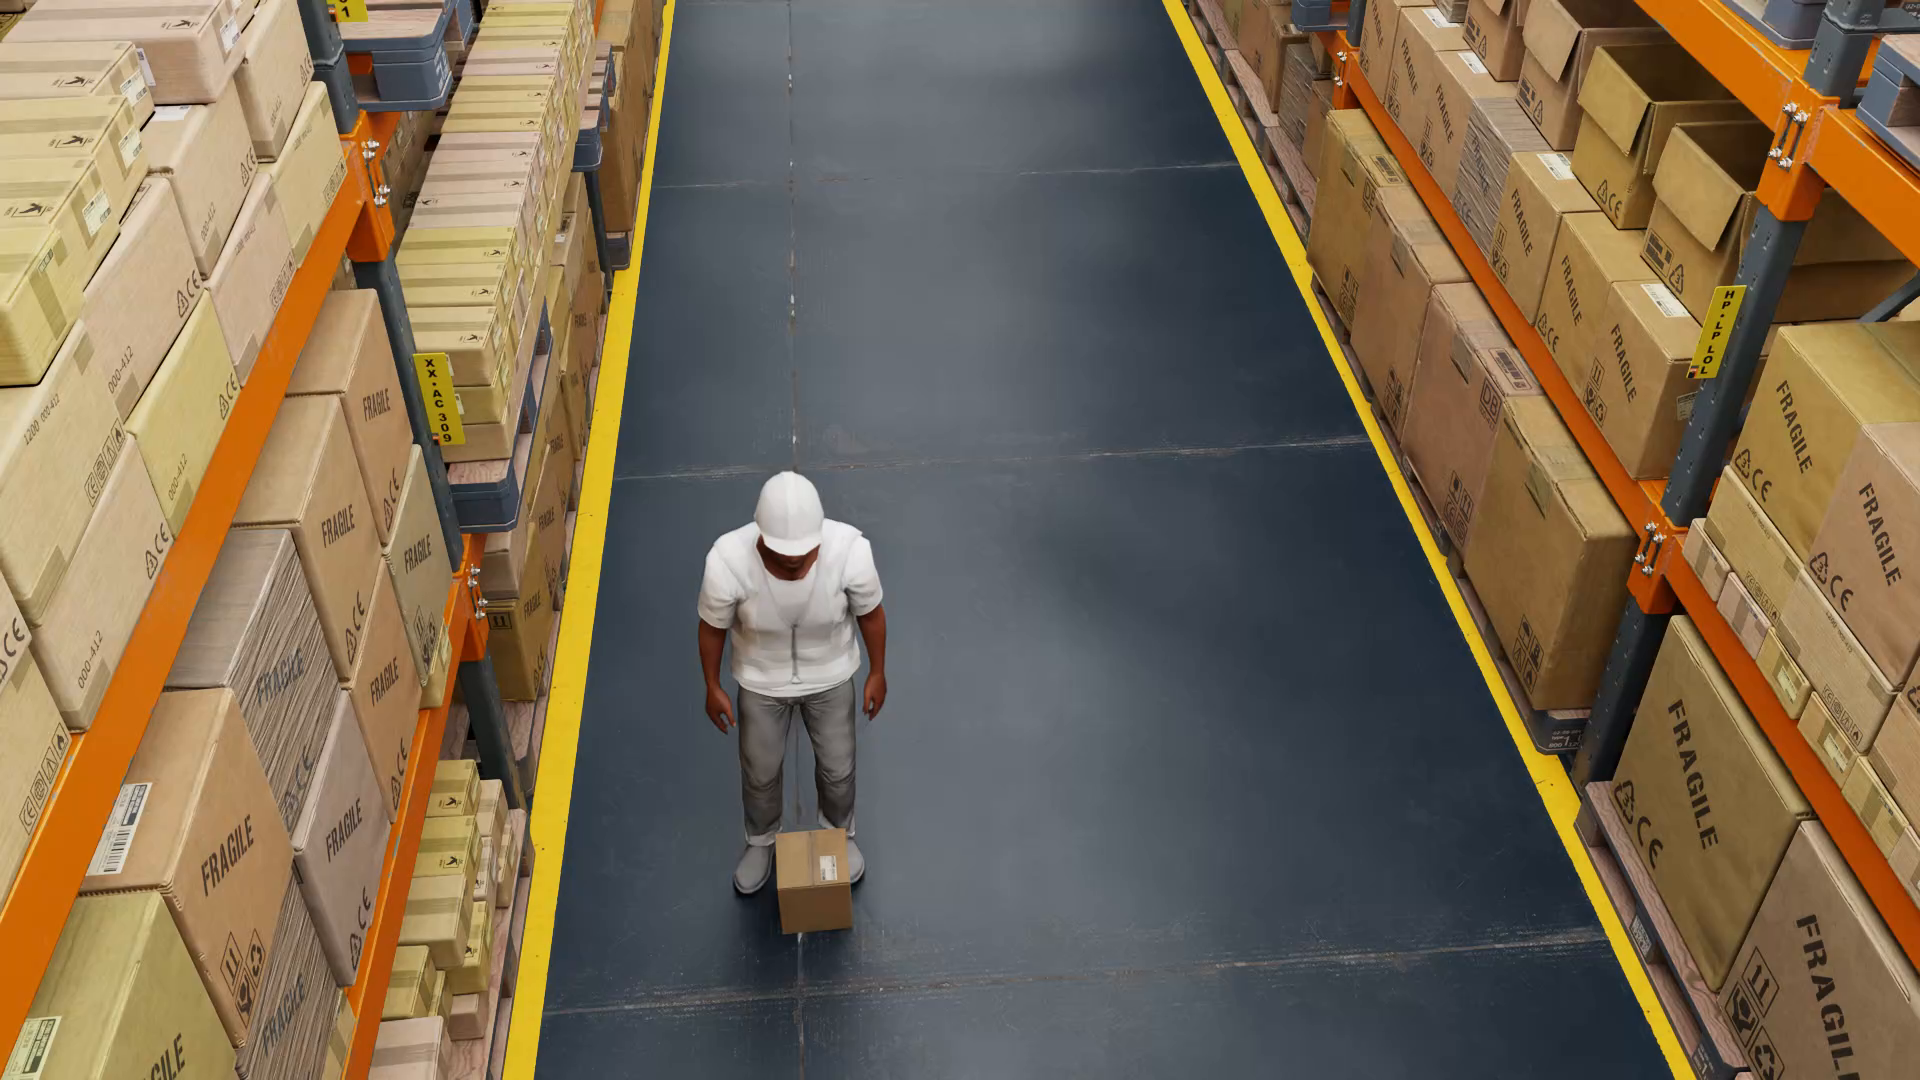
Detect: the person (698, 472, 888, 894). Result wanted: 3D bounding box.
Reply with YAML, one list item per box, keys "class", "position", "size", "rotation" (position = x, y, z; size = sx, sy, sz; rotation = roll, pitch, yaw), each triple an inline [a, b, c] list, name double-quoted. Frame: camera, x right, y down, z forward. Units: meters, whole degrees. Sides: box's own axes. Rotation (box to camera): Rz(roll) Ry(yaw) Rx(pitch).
- class: "person"
  position: [-0.546, 0.472, 5.555]
  size: [0.624, 1.759, 0.463]
  rotation: [-5, 39, -6]
